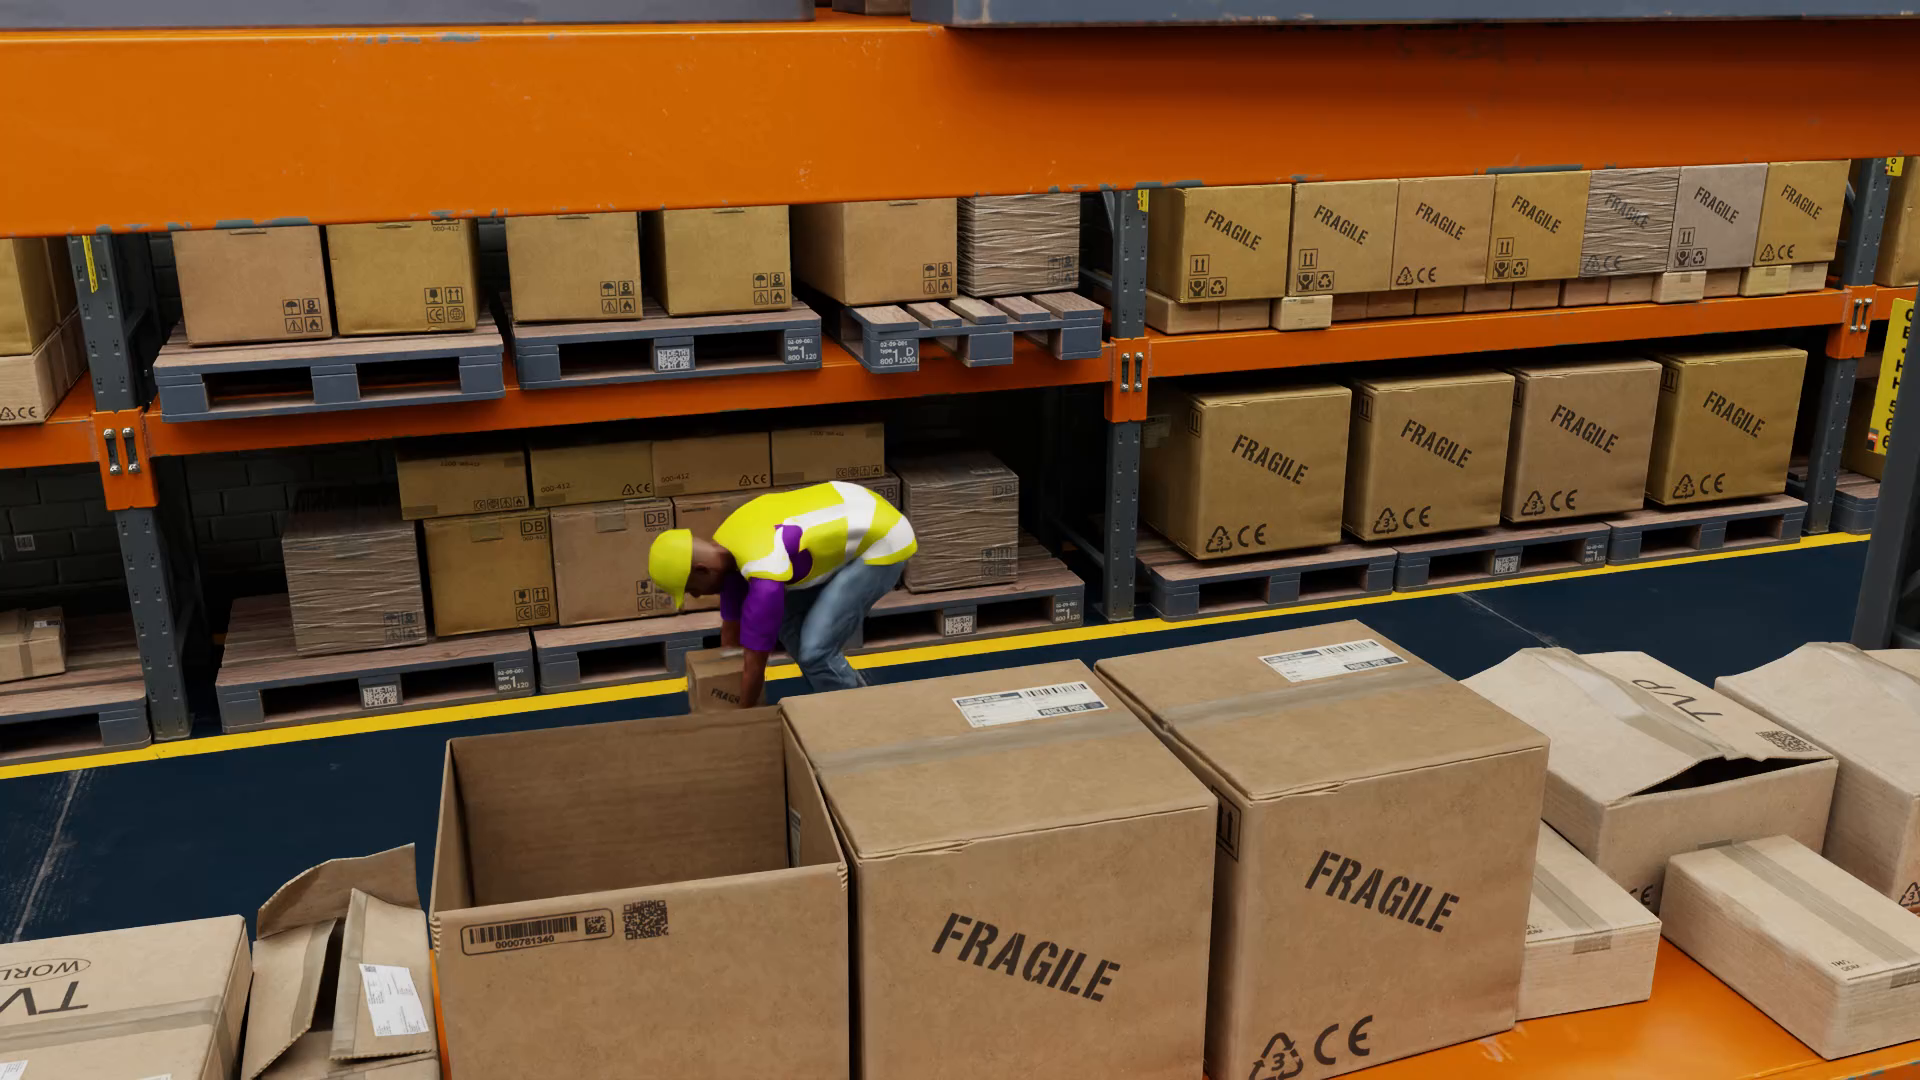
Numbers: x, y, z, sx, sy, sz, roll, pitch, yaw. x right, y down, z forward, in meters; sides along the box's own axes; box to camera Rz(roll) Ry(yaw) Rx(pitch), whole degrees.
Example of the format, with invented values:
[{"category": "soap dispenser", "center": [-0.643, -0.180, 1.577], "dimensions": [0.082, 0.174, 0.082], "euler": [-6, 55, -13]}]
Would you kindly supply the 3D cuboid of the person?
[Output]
[{"category": "person", "center": [-0.425, -0.036, 6.134], "dimensions": [0.434, 1.767, 0.580], "euler": [-7, 20, -18]}]
